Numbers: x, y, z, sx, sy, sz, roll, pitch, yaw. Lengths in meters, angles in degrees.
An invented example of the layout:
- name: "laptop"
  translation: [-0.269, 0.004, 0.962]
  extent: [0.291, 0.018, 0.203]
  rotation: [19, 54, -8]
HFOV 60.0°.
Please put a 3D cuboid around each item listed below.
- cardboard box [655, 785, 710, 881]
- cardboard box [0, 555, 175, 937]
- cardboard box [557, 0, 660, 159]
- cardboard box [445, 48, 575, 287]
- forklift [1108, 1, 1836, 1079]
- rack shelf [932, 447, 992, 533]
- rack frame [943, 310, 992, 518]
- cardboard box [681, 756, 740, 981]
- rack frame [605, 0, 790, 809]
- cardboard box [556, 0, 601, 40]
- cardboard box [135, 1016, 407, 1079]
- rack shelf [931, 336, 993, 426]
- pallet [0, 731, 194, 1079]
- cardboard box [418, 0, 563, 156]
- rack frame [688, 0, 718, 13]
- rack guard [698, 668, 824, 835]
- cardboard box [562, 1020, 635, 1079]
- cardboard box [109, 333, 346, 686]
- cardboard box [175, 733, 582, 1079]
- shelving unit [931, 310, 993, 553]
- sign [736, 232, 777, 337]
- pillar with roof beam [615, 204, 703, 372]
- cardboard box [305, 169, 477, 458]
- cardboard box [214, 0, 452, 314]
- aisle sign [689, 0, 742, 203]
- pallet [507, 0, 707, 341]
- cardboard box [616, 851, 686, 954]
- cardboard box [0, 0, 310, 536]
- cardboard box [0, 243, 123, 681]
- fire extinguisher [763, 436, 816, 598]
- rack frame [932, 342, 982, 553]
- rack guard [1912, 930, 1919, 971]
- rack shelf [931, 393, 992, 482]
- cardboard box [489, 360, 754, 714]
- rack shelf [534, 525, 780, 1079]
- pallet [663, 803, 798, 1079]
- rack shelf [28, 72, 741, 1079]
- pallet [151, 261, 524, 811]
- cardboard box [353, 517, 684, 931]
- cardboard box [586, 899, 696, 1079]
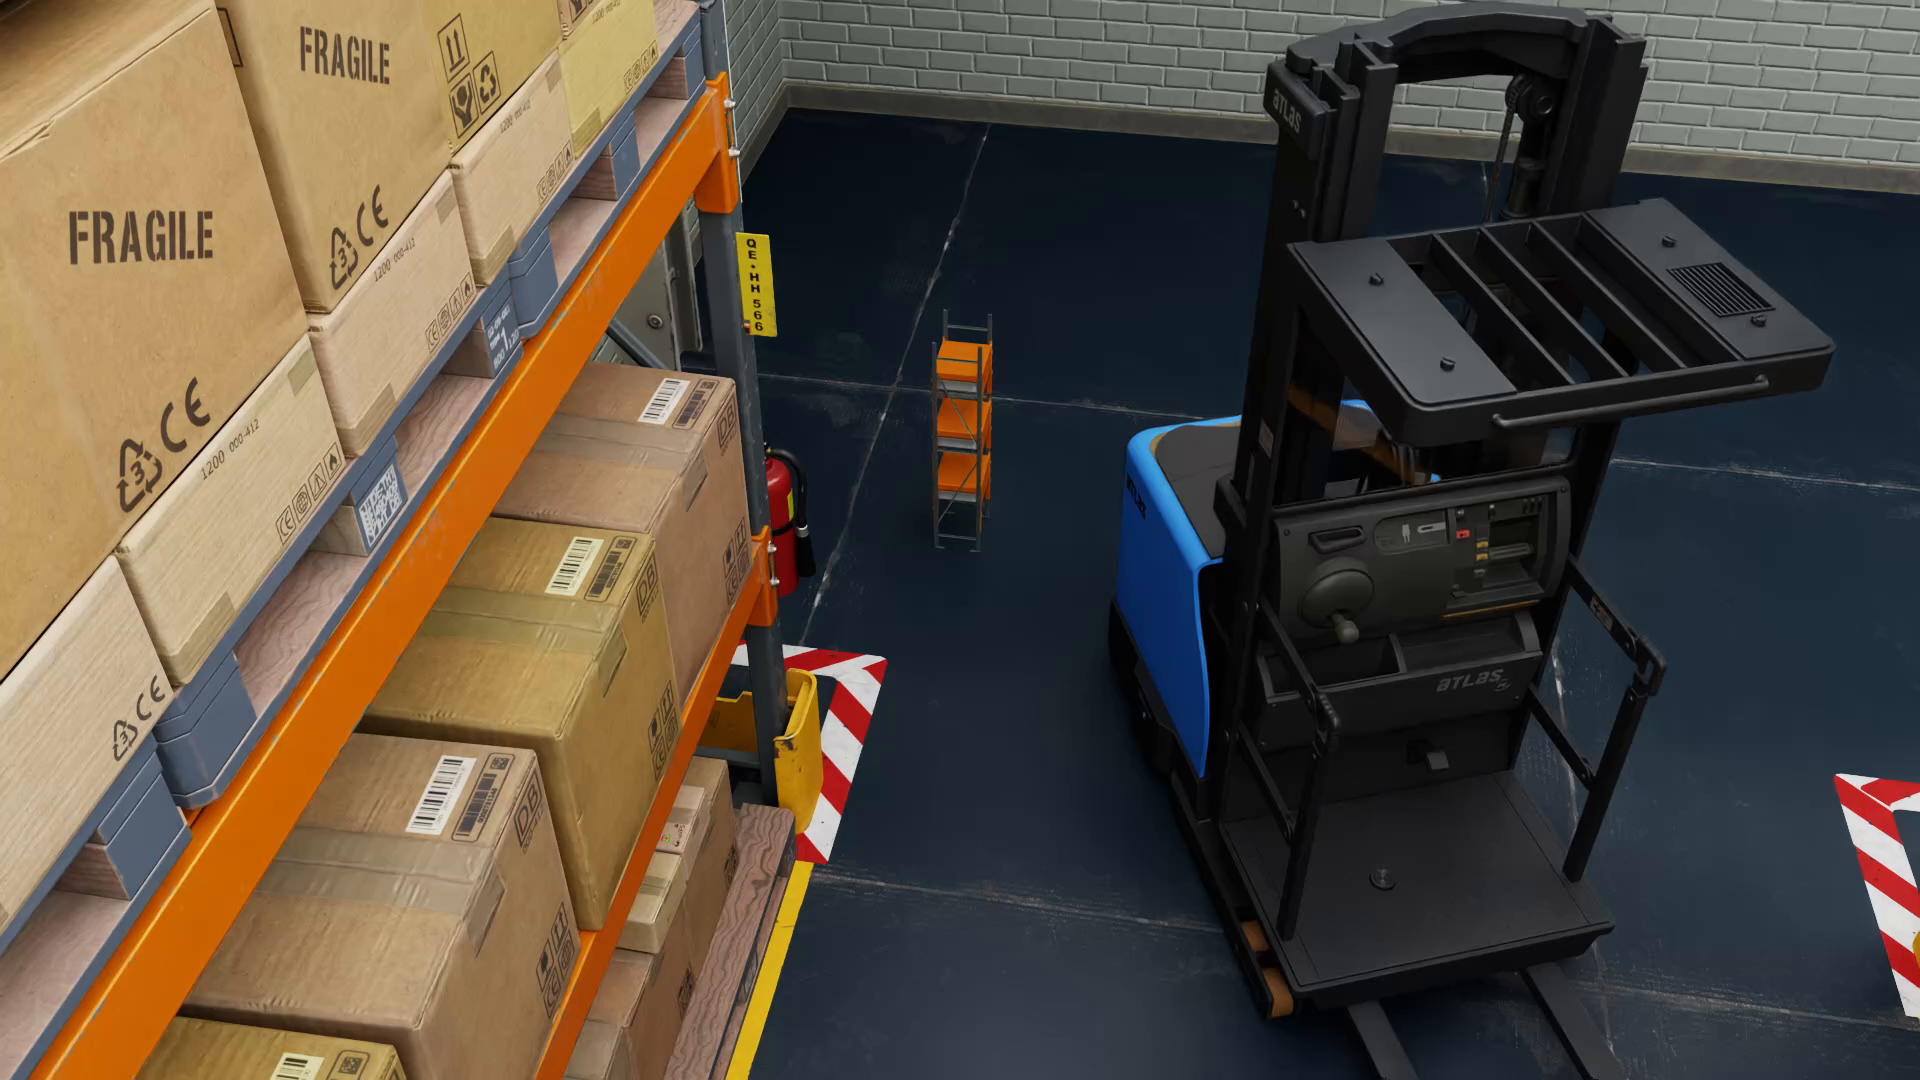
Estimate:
- name: "cardboard box"
  translation: [-0.971, 0.858, 4.981]
  extent: [0.380, 0.149, 0.250]
  rotation: [6, 40, 7]
- name: "cardboard box"
  translation: [-1.316, 0.245, 1.956]
  extent: [0.500, 0.250, 0.500]
  rotation: [6, 40, 7]
- name: "cardboard box"
  translation: [-0.971, -1.054, 3.526]
  extent: [0.500, 0.250, 0.500]
  rotation: [8, 40, 9]
- name: "cardboard box"
  translation: [-1.060, -0.727, 3.131]
  extent: [0.500, 0.250, 0.500]
  rotation: [5, 40, 6]
- name: "forklift"
  translation: [1.431, 0.141, 4.779]
  extent: [1.130, 2.935, 3.031]
  rotation: [-9, 40, -10]
- name: "rack shelf"
  translation: [0.009, -0.216, 7.140]
  extent: [0.215, 0.259, 0.240]
  rotation: [6, 40, 8]
- name: "rack frame"
  translation: [0.030, -0.515, 7.049]
  extent: [0.200, 1.050, 0.008]
  rotation: [6, 40, 8]
- name: "cardboard box"
  translation: [-1.128, 1.008, 5.309]
  extent: [0.700, 0.500, 0.500]
  rotation: [6, 40, 8]
- name: "rack frame"
  translation: [-1.105, -0.244, 5.191]
  extent: [1.000, 3.000, 0.127]
  rotation: [6, 40, 8]
- name: "cardboard box"
  translation: [-0.963, -1.343, 3.287]
  extent: [0.500, 0.500, 0.500]
  rotation: [6, 40, 8]
- name: "cardboard box"
  translation: [-1.556, 1.354, 3.023]
  extent: [0.980, 0.700, 0.700]
  rotation: [5, 40, 7]
- name: "rack shelf"
  translation: [0.009, -0.649, 6.782]
  extent: [0.215, 0.259, 0.240]
  rotation: [6, 40, 8]
- name: "pallet"
  translation: [-1.646, 0.632, 1.847]
  extent: [1.003, 0.211, 1.213]
  rotation: [6, 40, 8]
- name: "cardboard box"
  translation: [-1.061, -1.030, 2.908]
  extent: [0.500, 0.500, 0.500]
  rotation: [8, 40, 9]
- name: "rack frame"
  translation: [-1.105, -2.556, 3.280]
  extent: [1.000, 3.000, 0.127]
  rotation: [6, 40, 8]
- name: "rack guard"
  translation: [-1.101, 0.704, 6.006]
  extent: [1.175, 0.500, 0.348]
  rotation: [6, 40, 8]
- name: "cardboard box"
  translation: [-1.301, 1.637, 4.548]
  extent: [0.700, 0.500, 0.500]
  rotation: [5, 40, 6]
- name: "cardboard box"
  translation: [-1.235, -0.078, 2.346]
  extent: [0.500, 0.250, 0.500]
  rotation: [5, 40, 6]
- name: "cardboard box"
  translation: [-1.440, 0.897, 3.576]
  extent: [0.980, 0.700, 0.700]
  rotation: [5, 40, 6]
- name: "shelving unit"
  translation: [0.009, -0.438, 6.956]
  extent: [0.215, 1.050, 0.252]
  rotation: [6, 40, 8]
- name: "sign"
  translation: [-0.573, -0.713, 4.664]
  extent: [0.100, 0.325, 0.005]
  rotation: [6, 40, 8]
- name: "pillar with roof beam"
  translation: [2.750, -3.872, 4.871]
  extent: [9.100, 9.000, 0.400]
  rotation: [6, 40, 8]
- name: "cardboard box"
  translation: [-1.145, -0.400, 2.736]
  extent: [0.500, 0.250, 0.500]
  rotation: [5, 40, 6]
- name: "cardboard box"
  translation: [-1.143, -0.701, 2.511]
  extent: [0.500, 0.500, 0.500]
  rotation: [5, 40, 6]
- name: "aisle sign"
  translation: [-0.797, -1.258, 4.378]
  extent: [0.394, 0.787, 0.004]
  rotation: [6, 40, 8]
- name: "pallet"
  translation: [-1.223, -0.899, 3.699]
  extent: [1.003, 0.211, 1.213]
  rotation: [6, 40, 8]
- name: "cardboard box"
  translation: [-1.014, 1.019, 4.787]
  extent: [0.380, 0.149, 0.250]
  rotation: [7, 40, 9]
- name: "cardboard box"
  translation: [-1.235, -0.372, 2.113]
  extent: [0.500, 0.500, 0.500]
  rotation: [7, 40, 8]
- name: "cardboard box"
  translation: [-1.315, -0.061, 1.737]
  extent: [0.500, 0.500, 0.500]
  rotation: [6, 40, 7]
- name: "fire extinguisher"
  translation: [-0.625, -0.115, 5.388]
  extent: [0.296, 0.674, 0.183]
  rotation: [6, 40, 8]
- name: "rack frame"
  translation: [-0.012, -0.362, 6.863]
  extent: [0.200, 1.050, 0.008]
  rotation: [6, 40, 8]
- name: "rack guard"
  translation: [3.761, 1.311, 5.272]
  extent: [1.175, 0.500, 0.348]
  rotation: [6, 40, 8]
- name: "rack shelf"
  translation: [0.009, -0.430, 6.963]
  extent: [0.215, 0.259, 0.240]
  rotation: [6, 40, 8]
- name: "cardboard box"
  translation: [-1.184, -0.039, 4.707]
  extent: [0.980, 0.700, 0.700]
  rotation: [8, 40, 10]
- name: "rack shelf"
  translation: [-1.451, 1.288, 3.903]
  extent: [1.077, 0.370, 4.000]
  rotation: [6, 40, 8]
- name: "pallet"
  translation: [-1.167, 1.341, 5.463]
  extent: [1.003, 0.211, 1.213]
  rotation: [6, 40, 8]
- name: "rack shelf"
  translation: [-1.451, 0.132, 2.947]
  extent: [1.077, 0.370, 4.000]
  rotation: [6, 40, 8]
- name: "pallet"
  translation: [-1.432, -0.132, 2.771]
  extent: [1.003, 0.211, 1.213]
  rotation: [6, 40, 8]
- name: "cardboard box"
  translation: [-1.299, 0.419, 4.154]
  extent: [0.980, 0.700, 0.700]
  rotation: [6, 40, 7]
- name: "cardboard box"
  translation: [-1.214, 1.322, 4.930]
  extent: [0.700, 0.500, 0.500]
  rotation: [6, 40, 8]
